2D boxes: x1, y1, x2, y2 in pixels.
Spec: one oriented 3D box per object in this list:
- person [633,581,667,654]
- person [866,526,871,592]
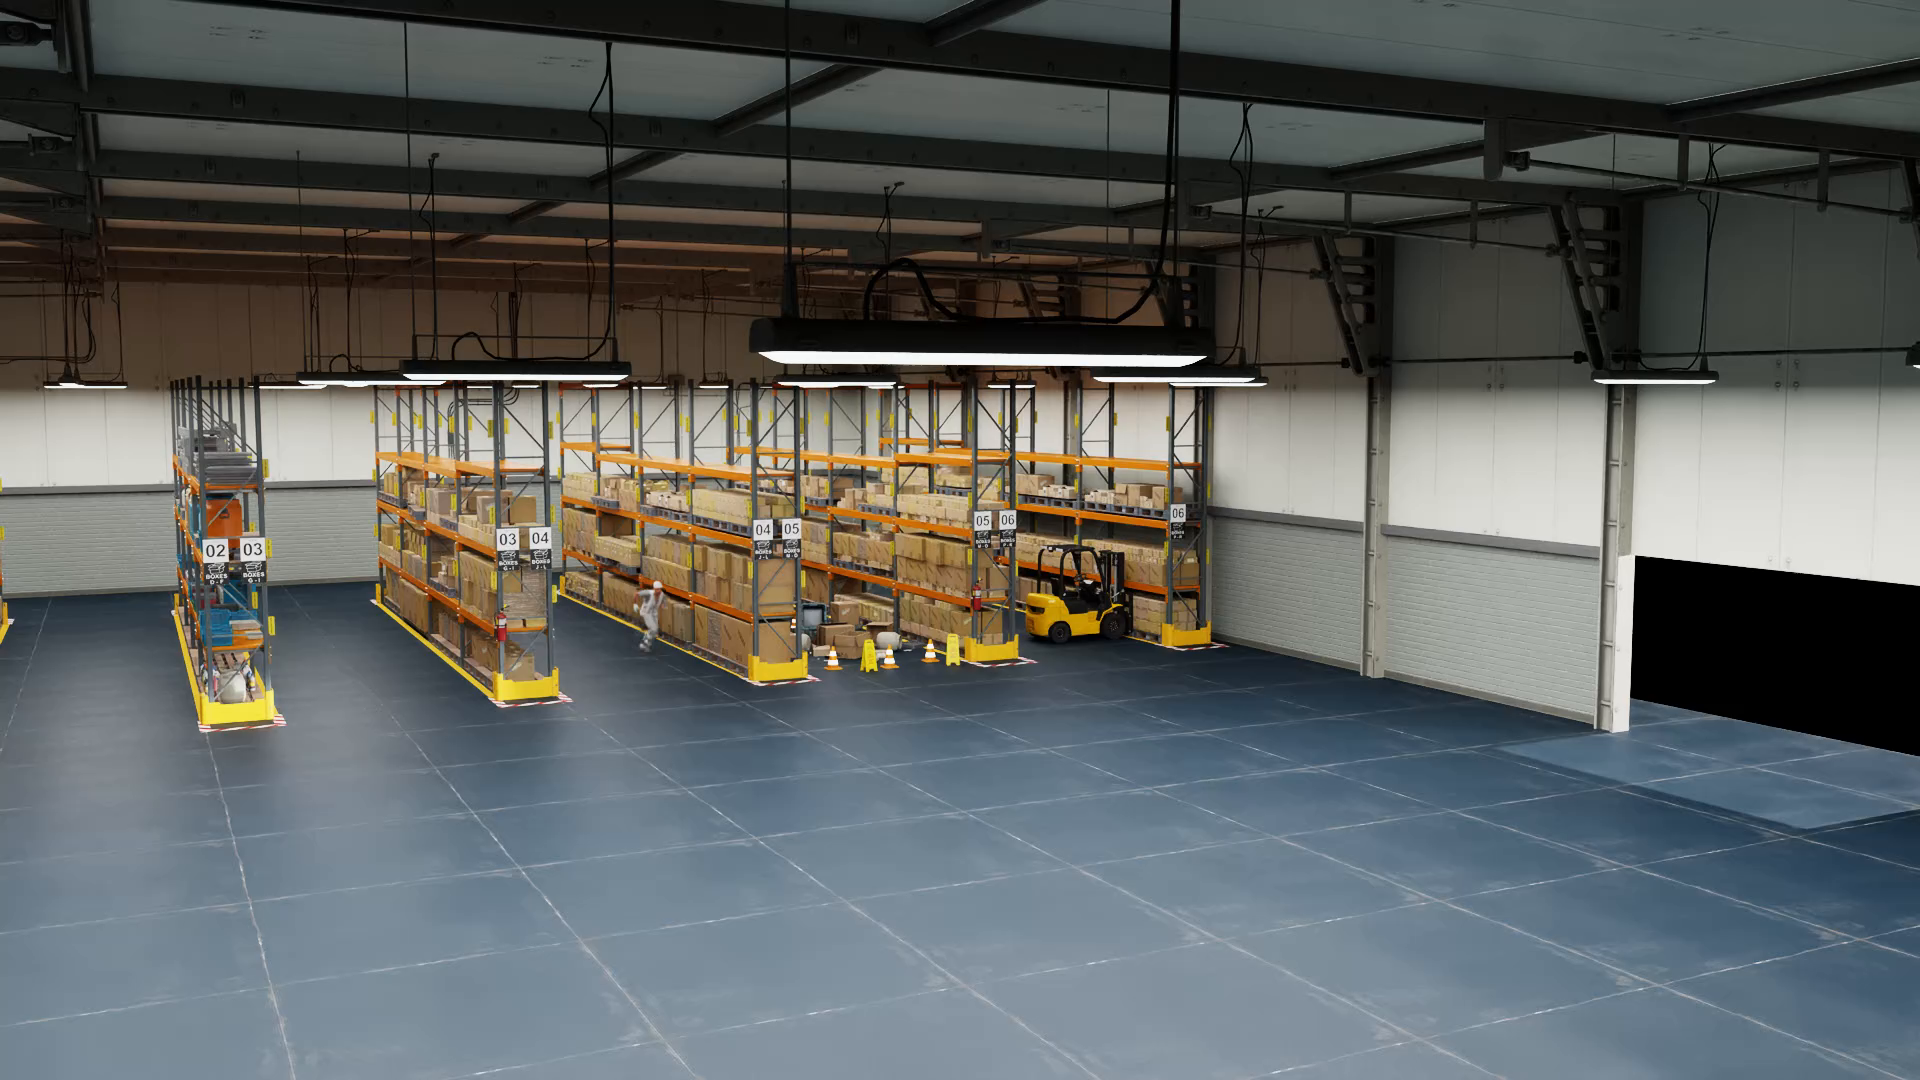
[{"bbox_3d":[-6.767,1.685,36.267,0.703,1.621,0.953,-5,7,-43],"label":"person"},{"bbox_3d":[-2.603,0.521,45.586,0.660,1.854,0.652,-3,6,-27],"label":"person"}]
